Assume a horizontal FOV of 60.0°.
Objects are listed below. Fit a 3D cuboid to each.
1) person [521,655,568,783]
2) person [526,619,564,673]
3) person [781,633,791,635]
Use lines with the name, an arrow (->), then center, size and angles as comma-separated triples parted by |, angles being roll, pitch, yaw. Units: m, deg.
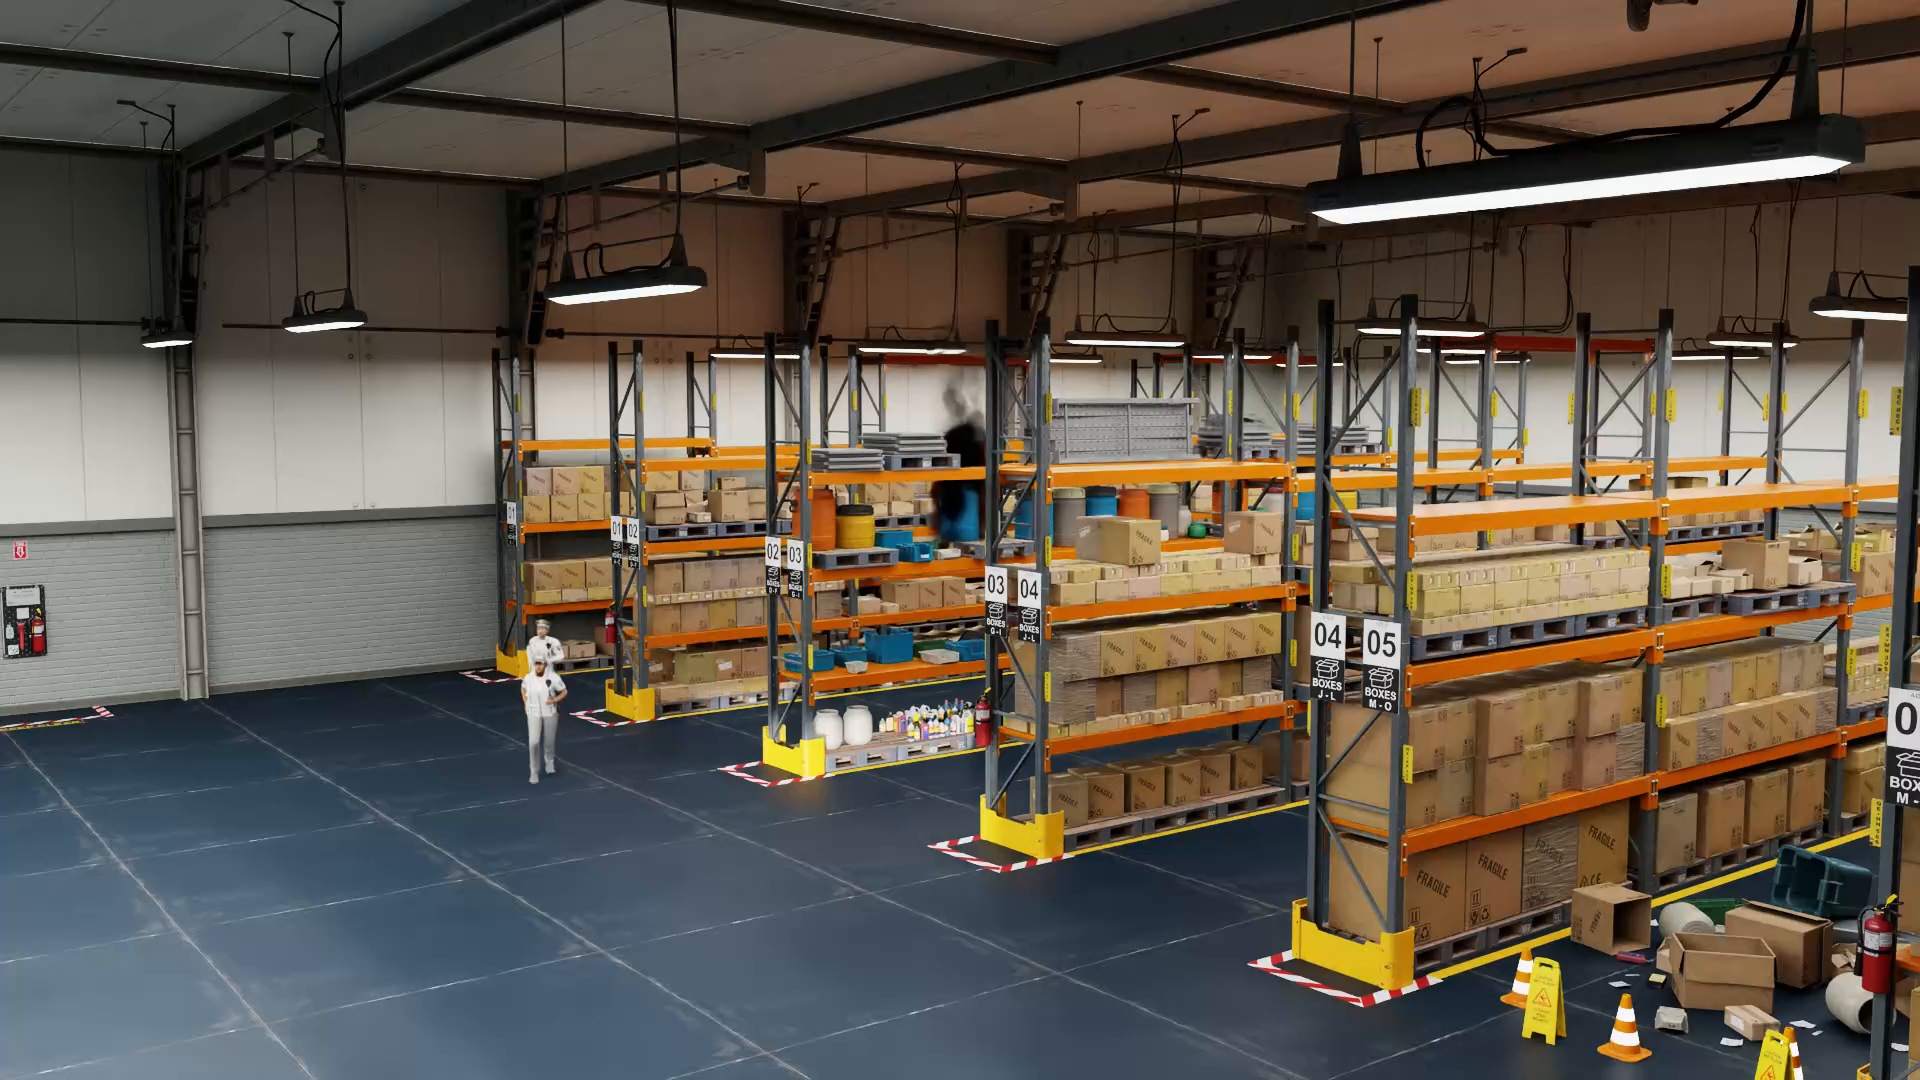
person -> -5.612, 2.392, 22.381 | 0.555, 1.741, 0.704 | -1, 5, -7
person -> -6.401, 2.078, 25.670 | 0.603, 1.755, 0.719 | -1, 5, -6
person -> -3.352, 1.567, 31.197 | 0.558, 1.678, 0.940 | 5, 7, 43
